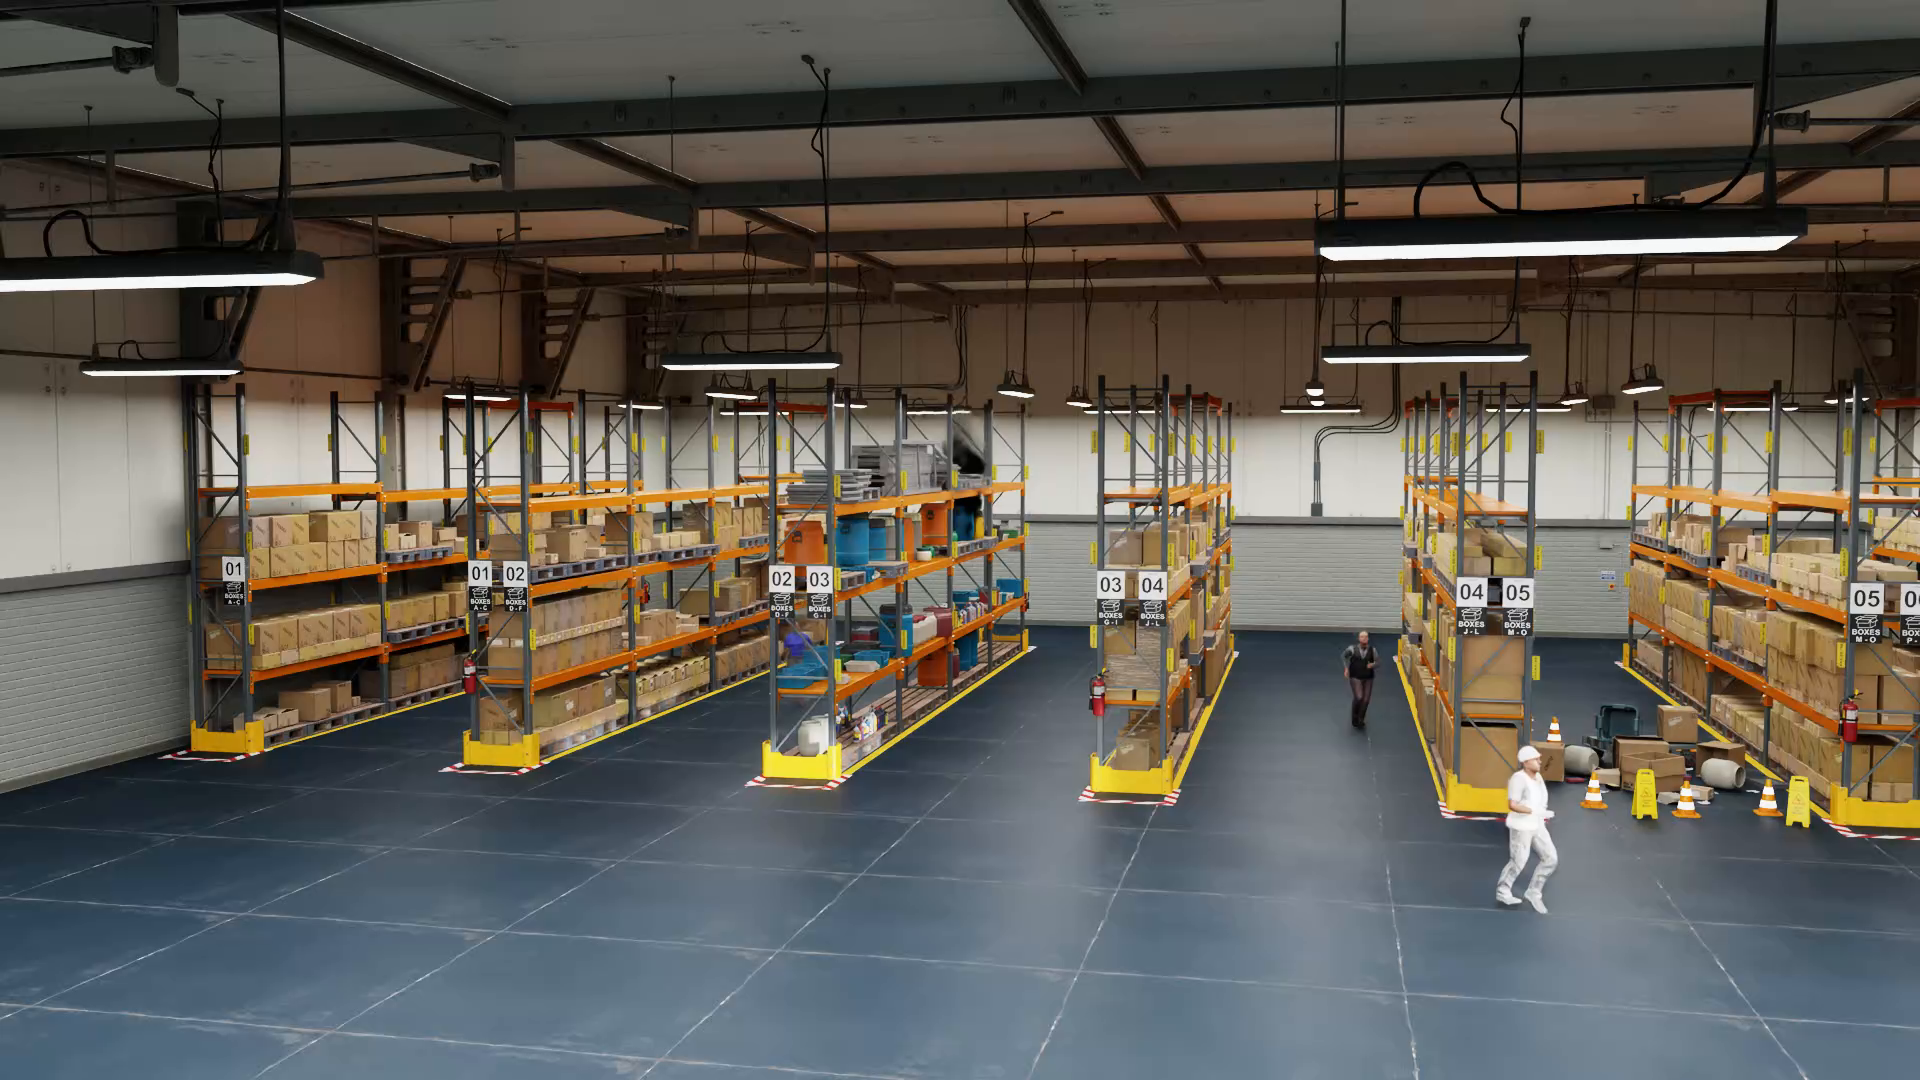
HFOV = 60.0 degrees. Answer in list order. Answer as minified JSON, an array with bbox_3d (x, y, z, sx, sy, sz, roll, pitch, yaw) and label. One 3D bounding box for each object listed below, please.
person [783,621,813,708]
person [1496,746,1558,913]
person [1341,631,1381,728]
[{"bbox_3d":[-3.111,2.366,31.654,0.557,1.655,0.627,0,3,7],"label":"person"},{"bbox_3d":[6.083,3.109,17.788,0.664,1.818,0.734,-2,4,-37],"label":"person"},{"bbox_3d":[7.087,2.465,29.317,0.644,1.699,0.642,0,3,-1],"label":"person"}]
